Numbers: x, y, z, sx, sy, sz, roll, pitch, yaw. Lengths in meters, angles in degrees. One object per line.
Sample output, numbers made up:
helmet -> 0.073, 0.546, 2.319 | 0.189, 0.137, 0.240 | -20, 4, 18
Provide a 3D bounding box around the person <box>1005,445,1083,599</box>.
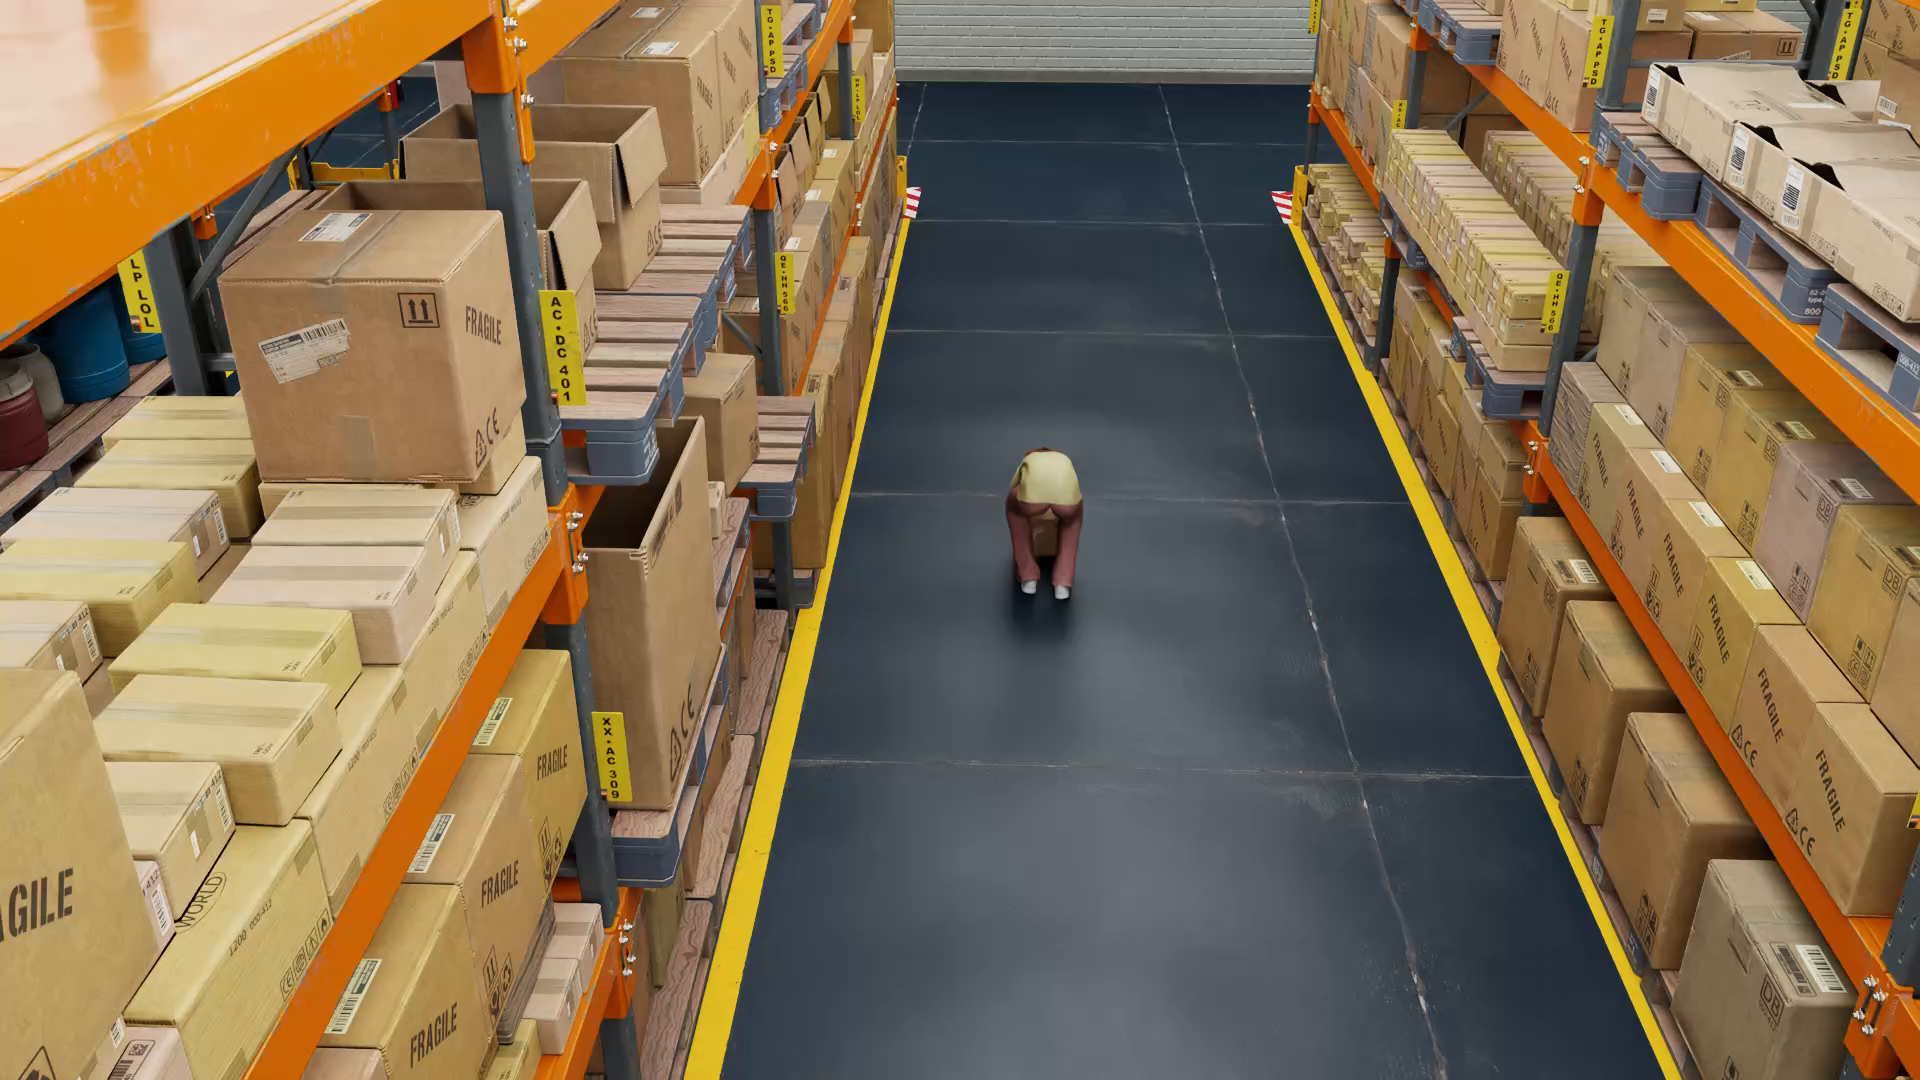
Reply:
person -> 0.498, -0.167, 9.795 | 0.461, 0.864, 0.849 | 0, 28, -1
